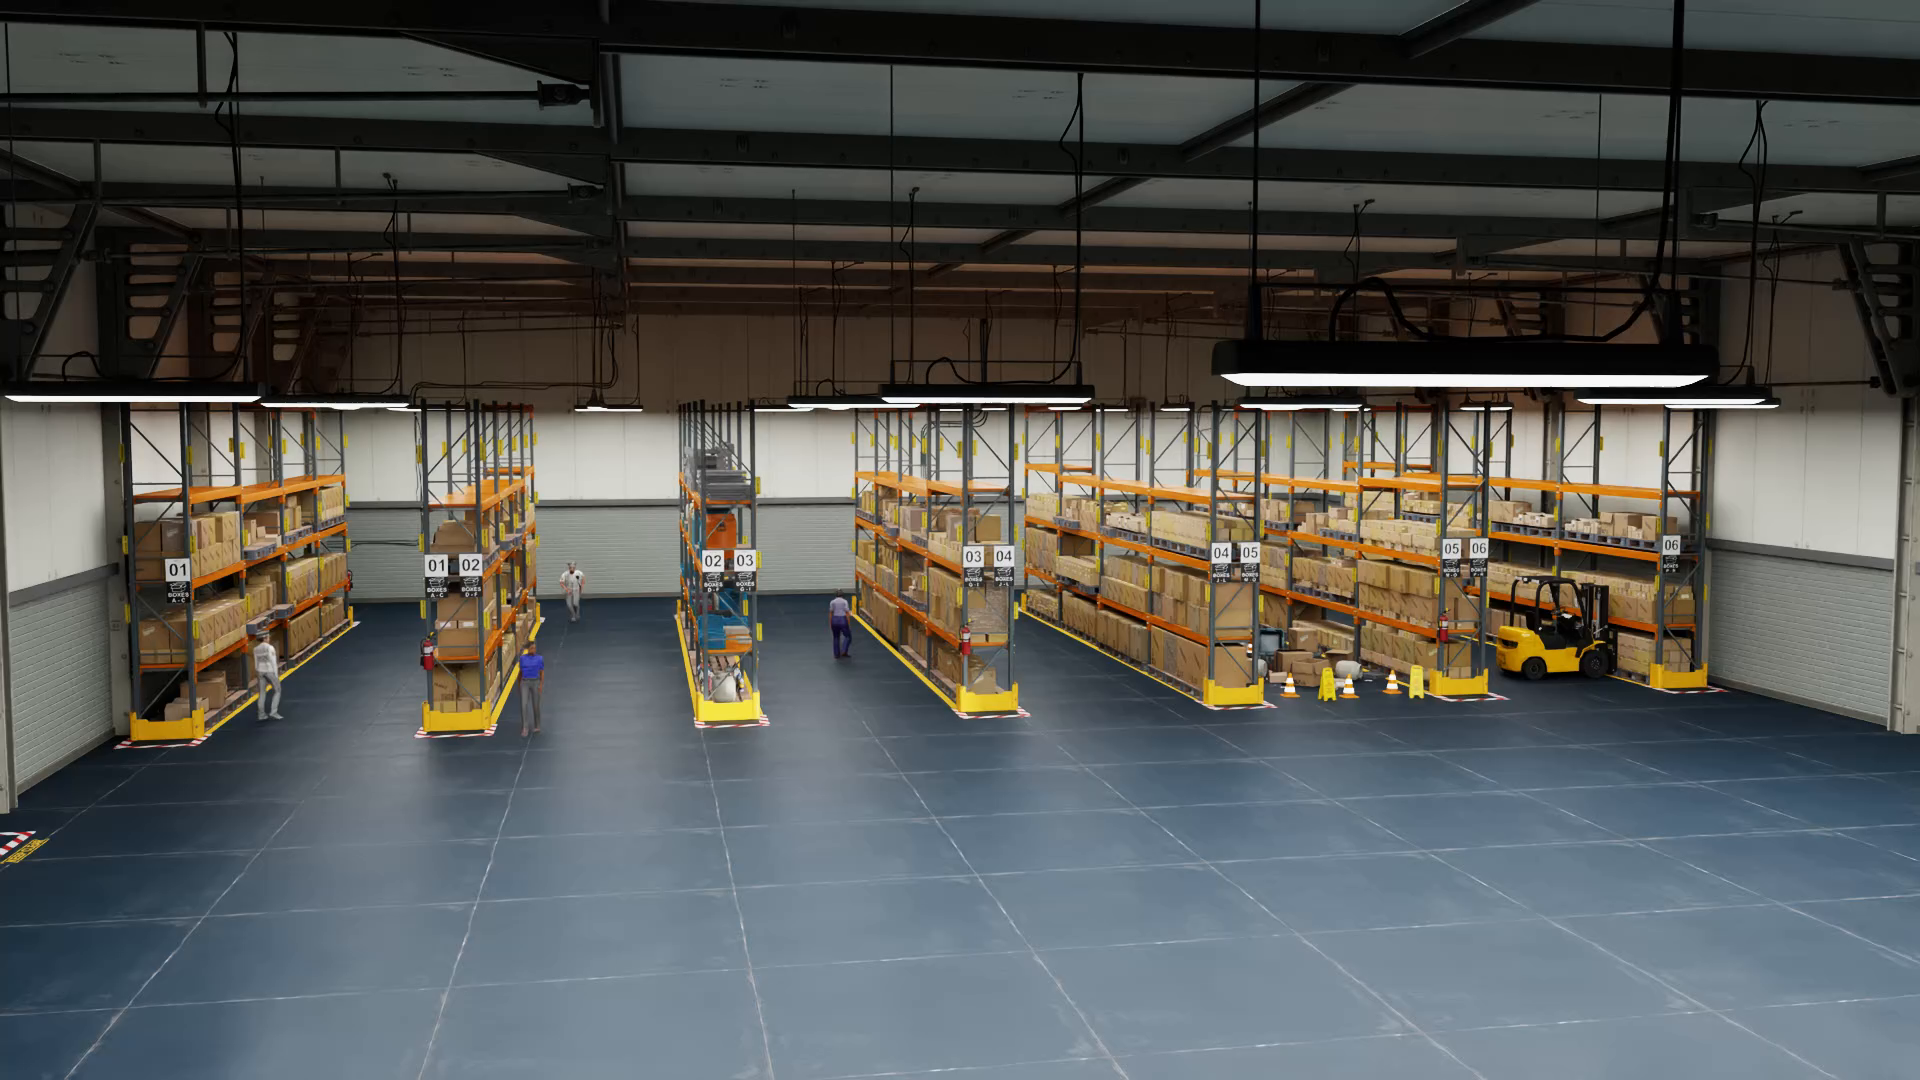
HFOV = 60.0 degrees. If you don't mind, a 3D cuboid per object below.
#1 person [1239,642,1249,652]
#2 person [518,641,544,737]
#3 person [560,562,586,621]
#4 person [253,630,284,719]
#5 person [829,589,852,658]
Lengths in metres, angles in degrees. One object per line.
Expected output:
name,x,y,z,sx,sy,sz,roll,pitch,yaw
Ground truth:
person,6.759,1.903,39.728,0.487,1.692,0.389,-3,6,-39
person,-7.699,2.658,29.833,0.471,1.667,0.688,-1,4,-12
person,-10.688,1.423,45.930,0.655,1.681,0.734,0,4,-3
person,-13.015,2.546,31.161,0.514,1.703,0.492,1,4,8
person,-2.808,1.968,38.965,0.542,1.645,0.493,1,4,15
